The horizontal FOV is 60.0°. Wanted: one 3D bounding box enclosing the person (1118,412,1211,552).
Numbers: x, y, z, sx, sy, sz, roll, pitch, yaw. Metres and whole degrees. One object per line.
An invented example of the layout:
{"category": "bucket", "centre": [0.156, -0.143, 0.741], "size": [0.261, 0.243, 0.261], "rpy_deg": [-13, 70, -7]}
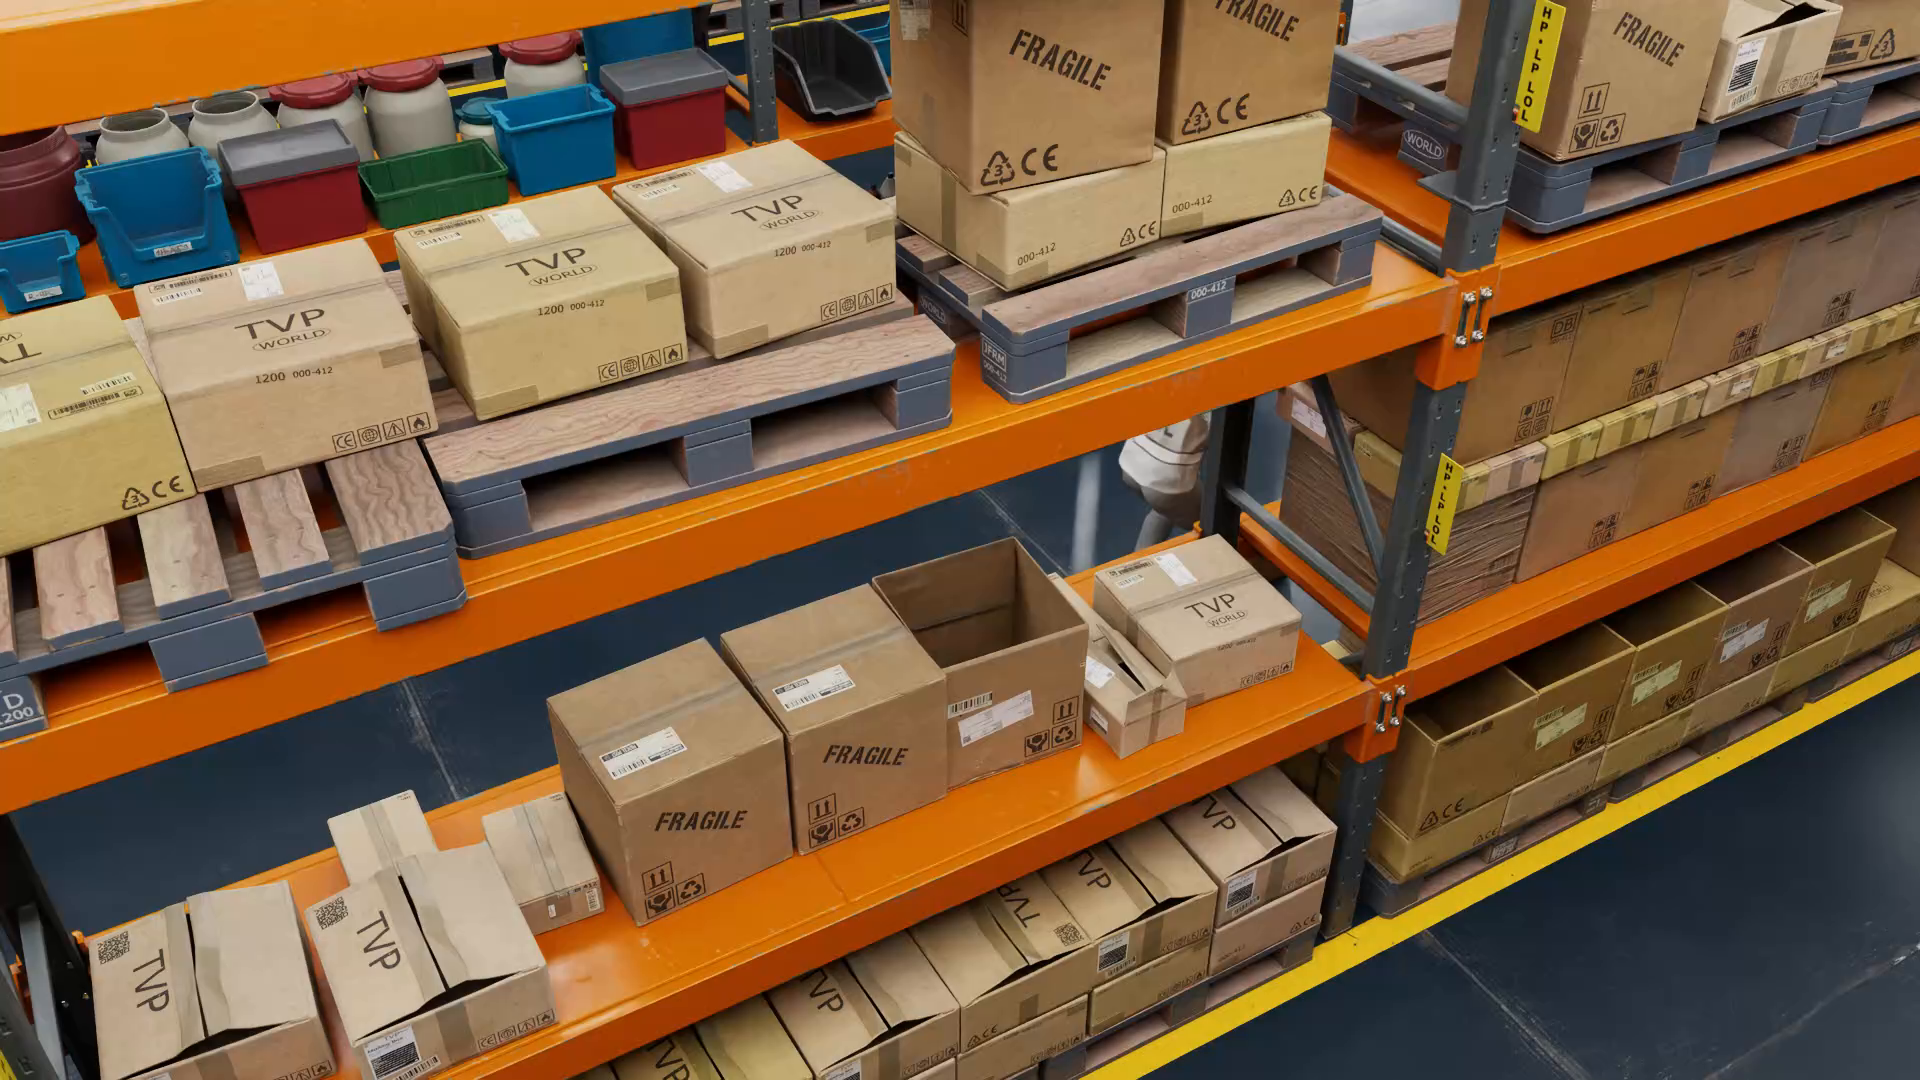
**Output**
{"category": "person", "centre": [1.010, -0.345, 7.541], "size": [0.628, 1.487, 0.490], "rpy_deg": [-19, 41, -23]}
